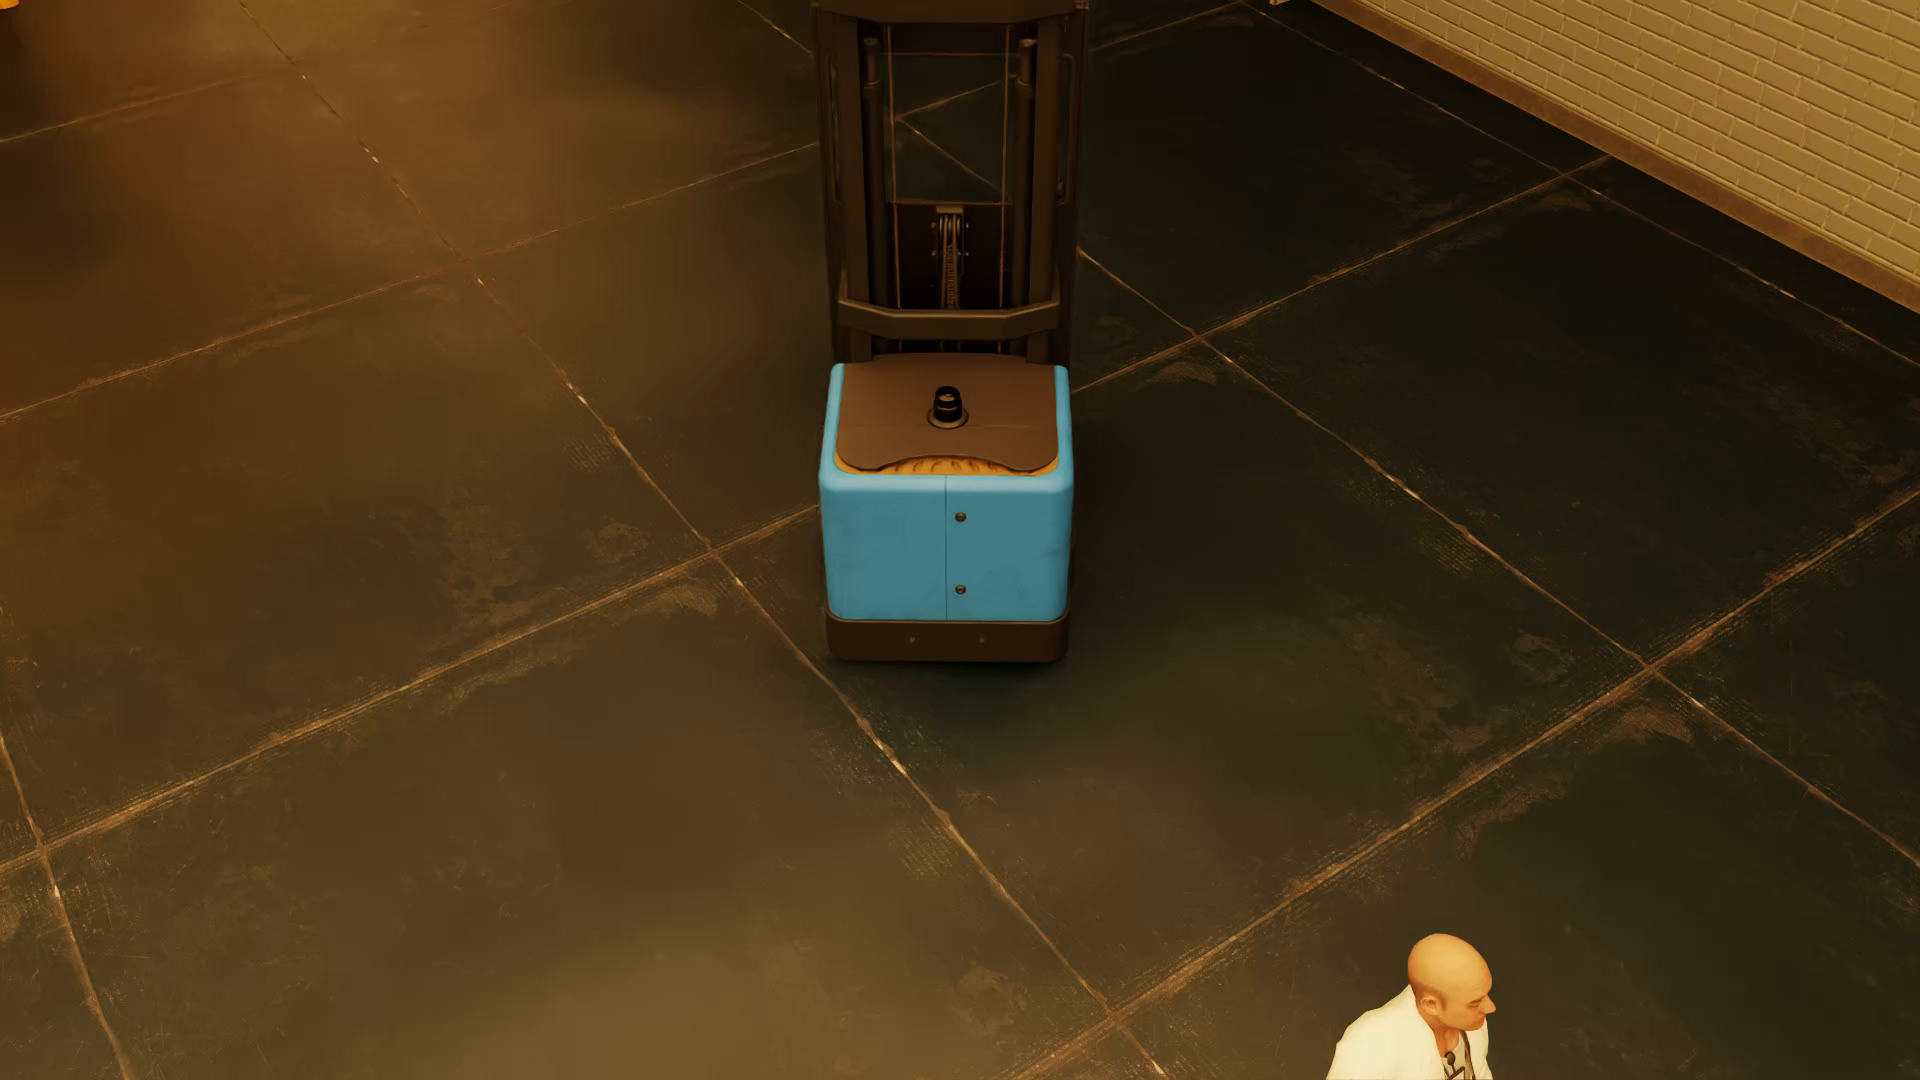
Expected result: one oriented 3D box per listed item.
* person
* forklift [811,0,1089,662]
[{"bbox_3d":[1.305,1.775,4.630,0.698,1.777,0.580,-30,51,-29],"label":"person"},{"bbox_3d":[-0.036,-1.525,7.370,1.130,2.935,3.031,1,43,1],"label":"forklift"}]
